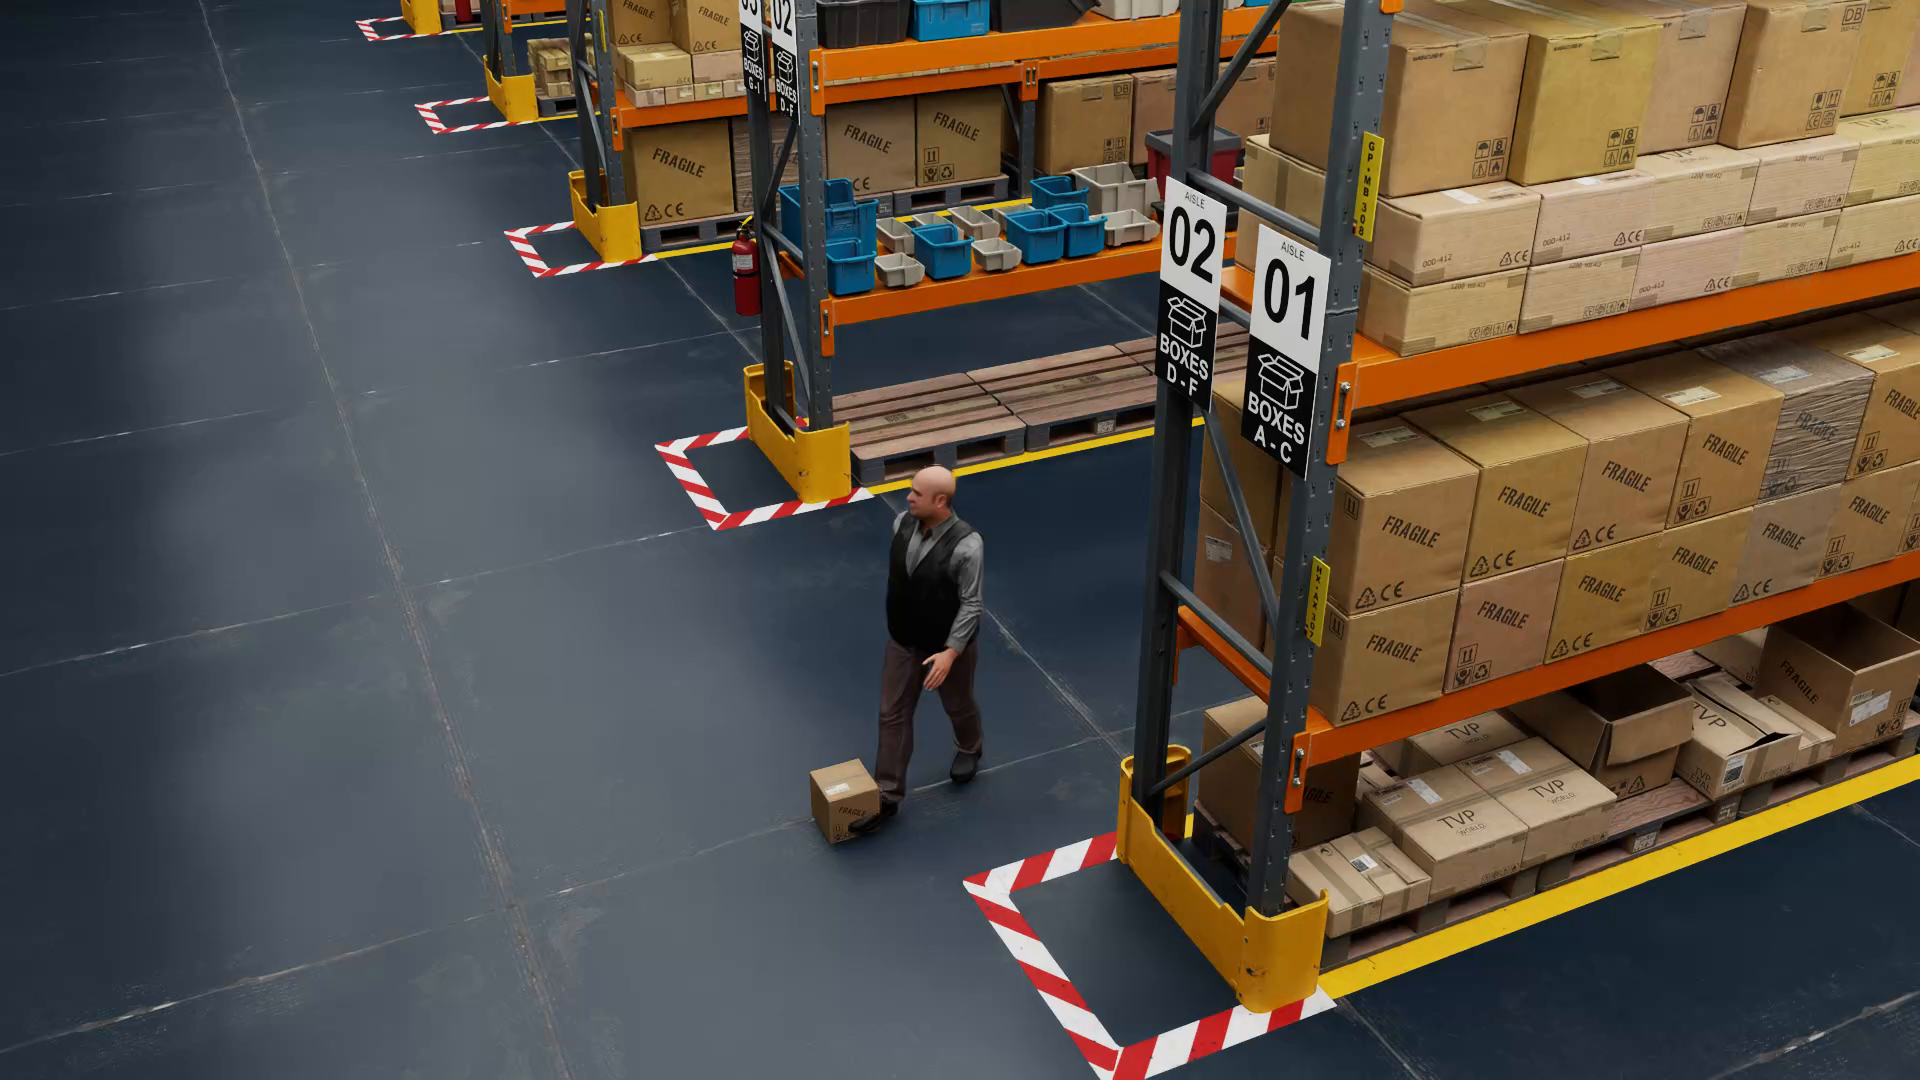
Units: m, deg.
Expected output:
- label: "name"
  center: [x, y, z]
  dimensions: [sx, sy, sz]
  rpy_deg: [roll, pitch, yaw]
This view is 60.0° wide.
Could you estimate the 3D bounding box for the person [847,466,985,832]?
- label: "person"
  center: [-0.180, 0.490, 7.588]
  dimensions: [0.578, 1.674, 0.902]
  rpy_deg: [18, 34, 29]
